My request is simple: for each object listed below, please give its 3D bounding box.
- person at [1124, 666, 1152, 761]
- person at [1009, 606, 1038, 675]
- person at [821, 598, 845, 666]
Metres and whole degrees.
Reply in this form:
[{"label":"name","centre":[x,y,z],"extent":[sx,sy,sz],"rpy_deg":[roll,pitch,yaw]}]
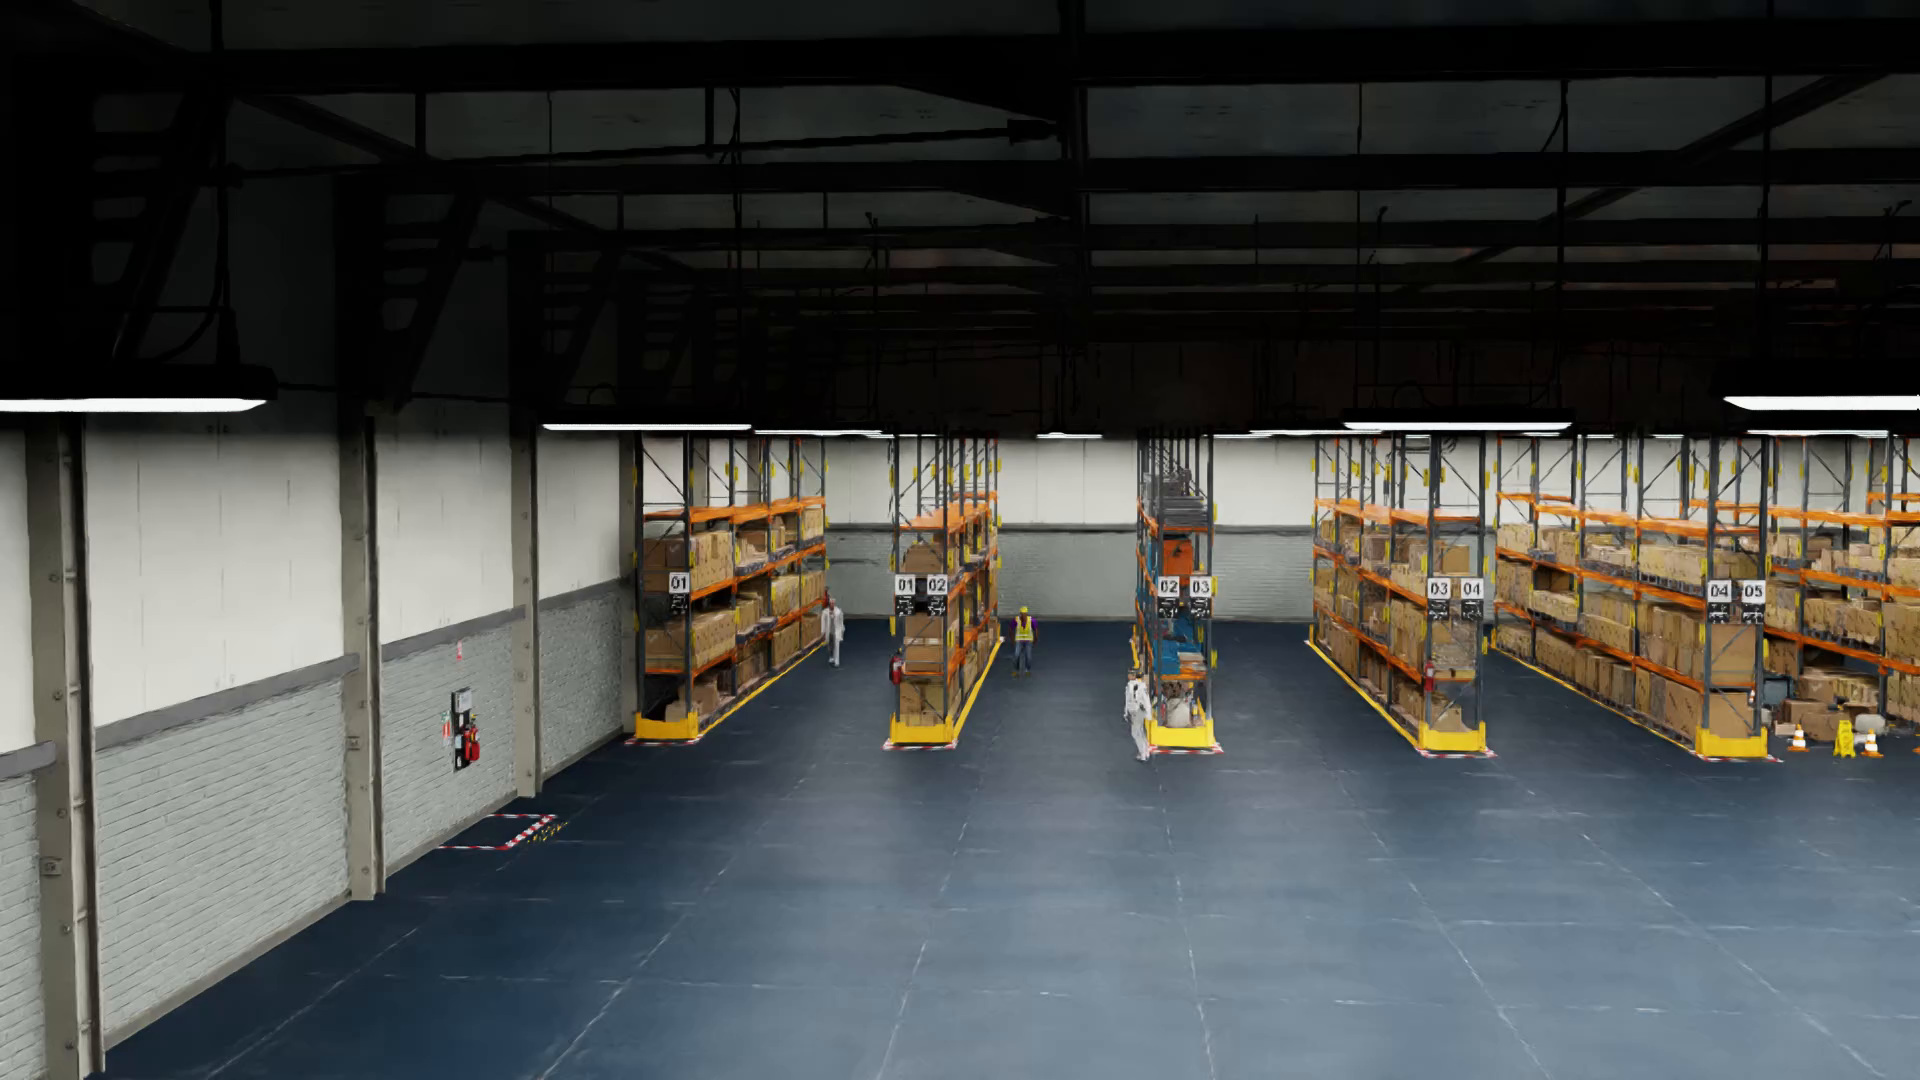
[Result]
[{"label":"person","centre":[3.198,3.085,29.800],"extent":[0.466,1.668,0.593],"rpy_deg":[-2,4,-30]},{"label":"person","centre":[1.541,2.447,40.396],"extent":[0.719,1.714,0.578],"rpy_deg":[0,3,3]},{"label":"person","centre":[-3.243,2.317,42.233],"extent":[0.601,1.698,1.196],"rpy_deg":[0,3,3]}]
